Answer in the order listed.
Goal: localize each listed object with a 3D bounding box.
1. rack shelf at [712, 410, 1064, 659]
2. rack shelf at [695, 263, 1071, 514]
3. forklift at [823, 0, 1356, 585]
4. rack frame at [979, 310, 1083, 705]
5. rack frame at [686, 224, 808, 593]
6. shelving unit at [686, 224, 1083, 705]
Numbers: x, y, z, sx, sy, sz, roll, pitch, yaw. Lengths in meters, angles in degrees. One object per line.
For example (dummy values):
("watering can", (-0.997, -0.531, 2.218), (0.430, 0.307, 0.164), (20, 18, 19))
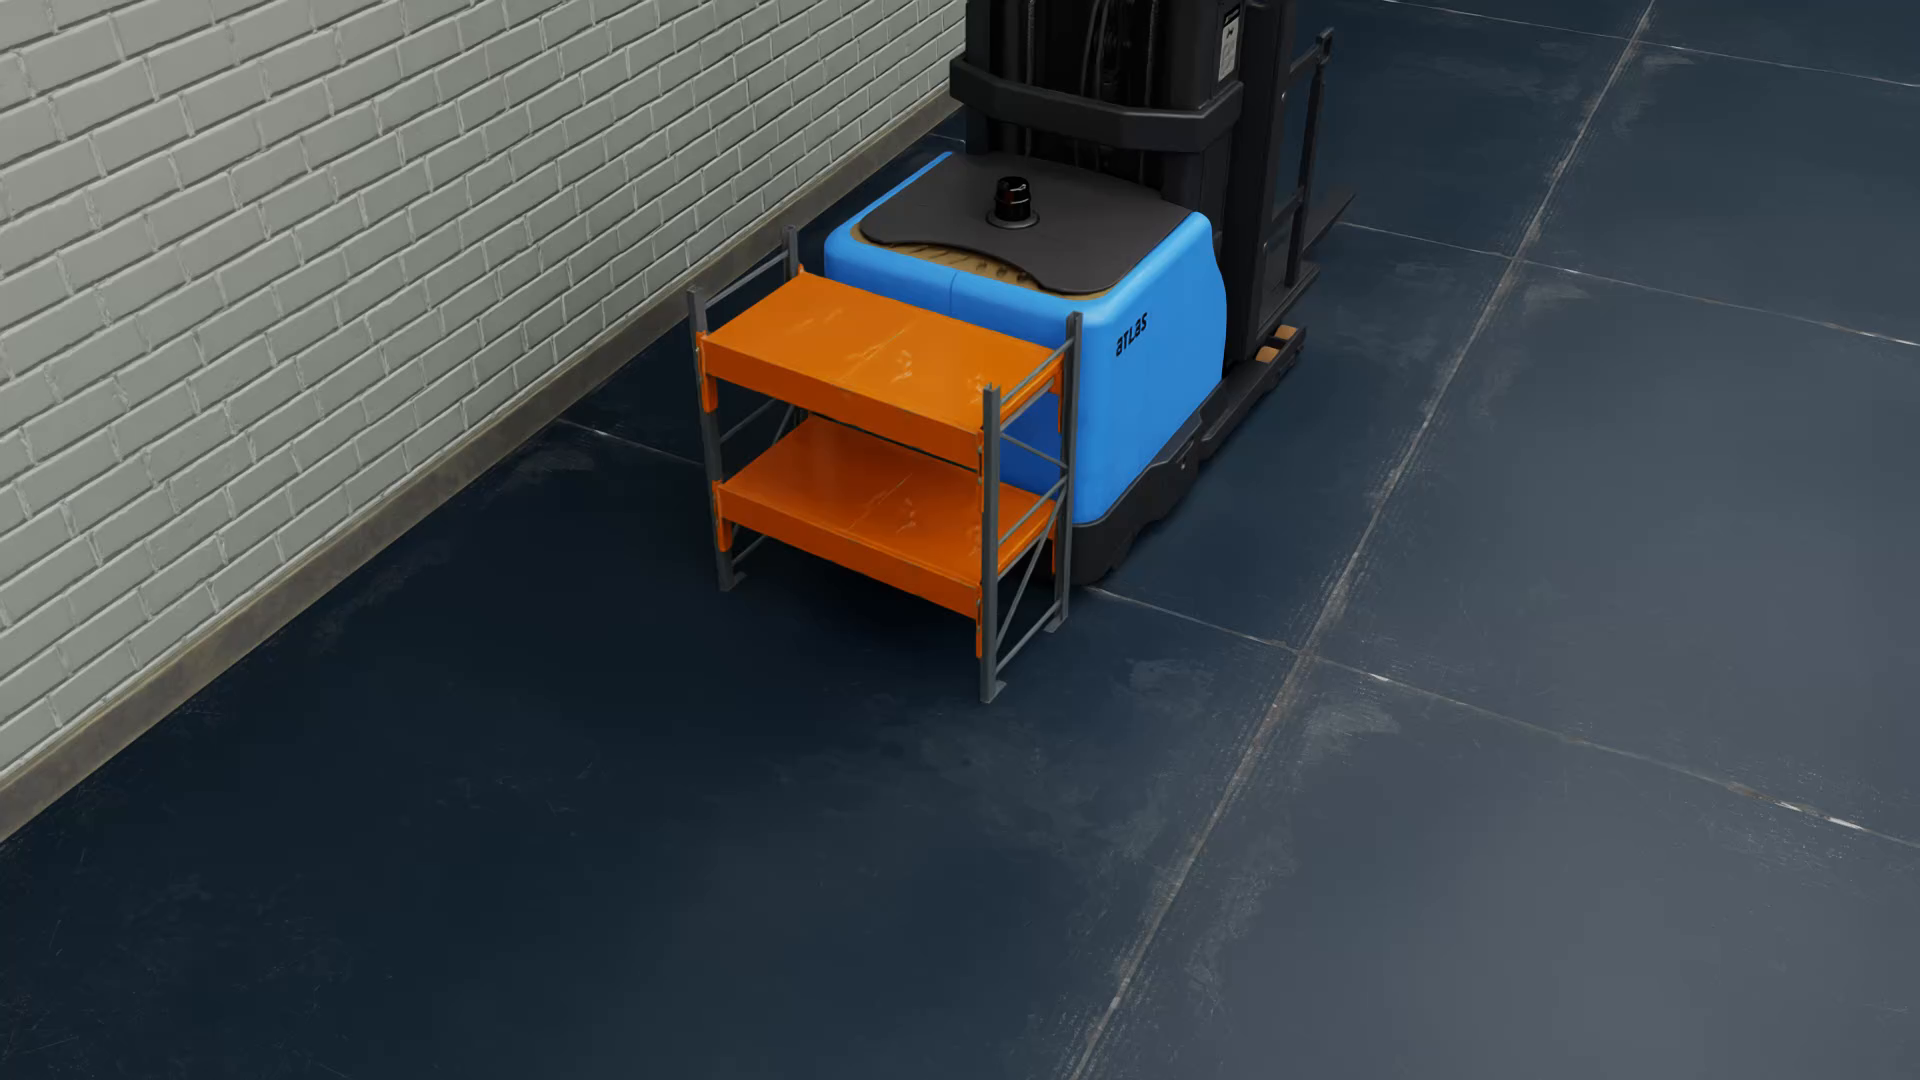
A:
("rack shelf", (-0.224, -0.046, 5.284), (1.000, 0.278, 0.538), (21, 42, 25))
("rack shelf", (-0.224, -0.474, 4.959), (1.000, 0.278, 0.538), (21, 42, 25))
("forklift", (0.729, -1.888, 5.813), (1.130, 2.935, 3.031), (19, 41, 24))
("rack frame", (0.206, -0.077, 4.921), (0.032, 1.125, 0.500), (21, 42, 25))
("rack frame", (-0.654, -0.404, 5.352), (0.032, 1.125, 0.500), (21, 42, 25))
("shelving unit", (-0.224, -0.240, 5.136), (1.048, 1.125, 0.538), (21, 42, 25))
